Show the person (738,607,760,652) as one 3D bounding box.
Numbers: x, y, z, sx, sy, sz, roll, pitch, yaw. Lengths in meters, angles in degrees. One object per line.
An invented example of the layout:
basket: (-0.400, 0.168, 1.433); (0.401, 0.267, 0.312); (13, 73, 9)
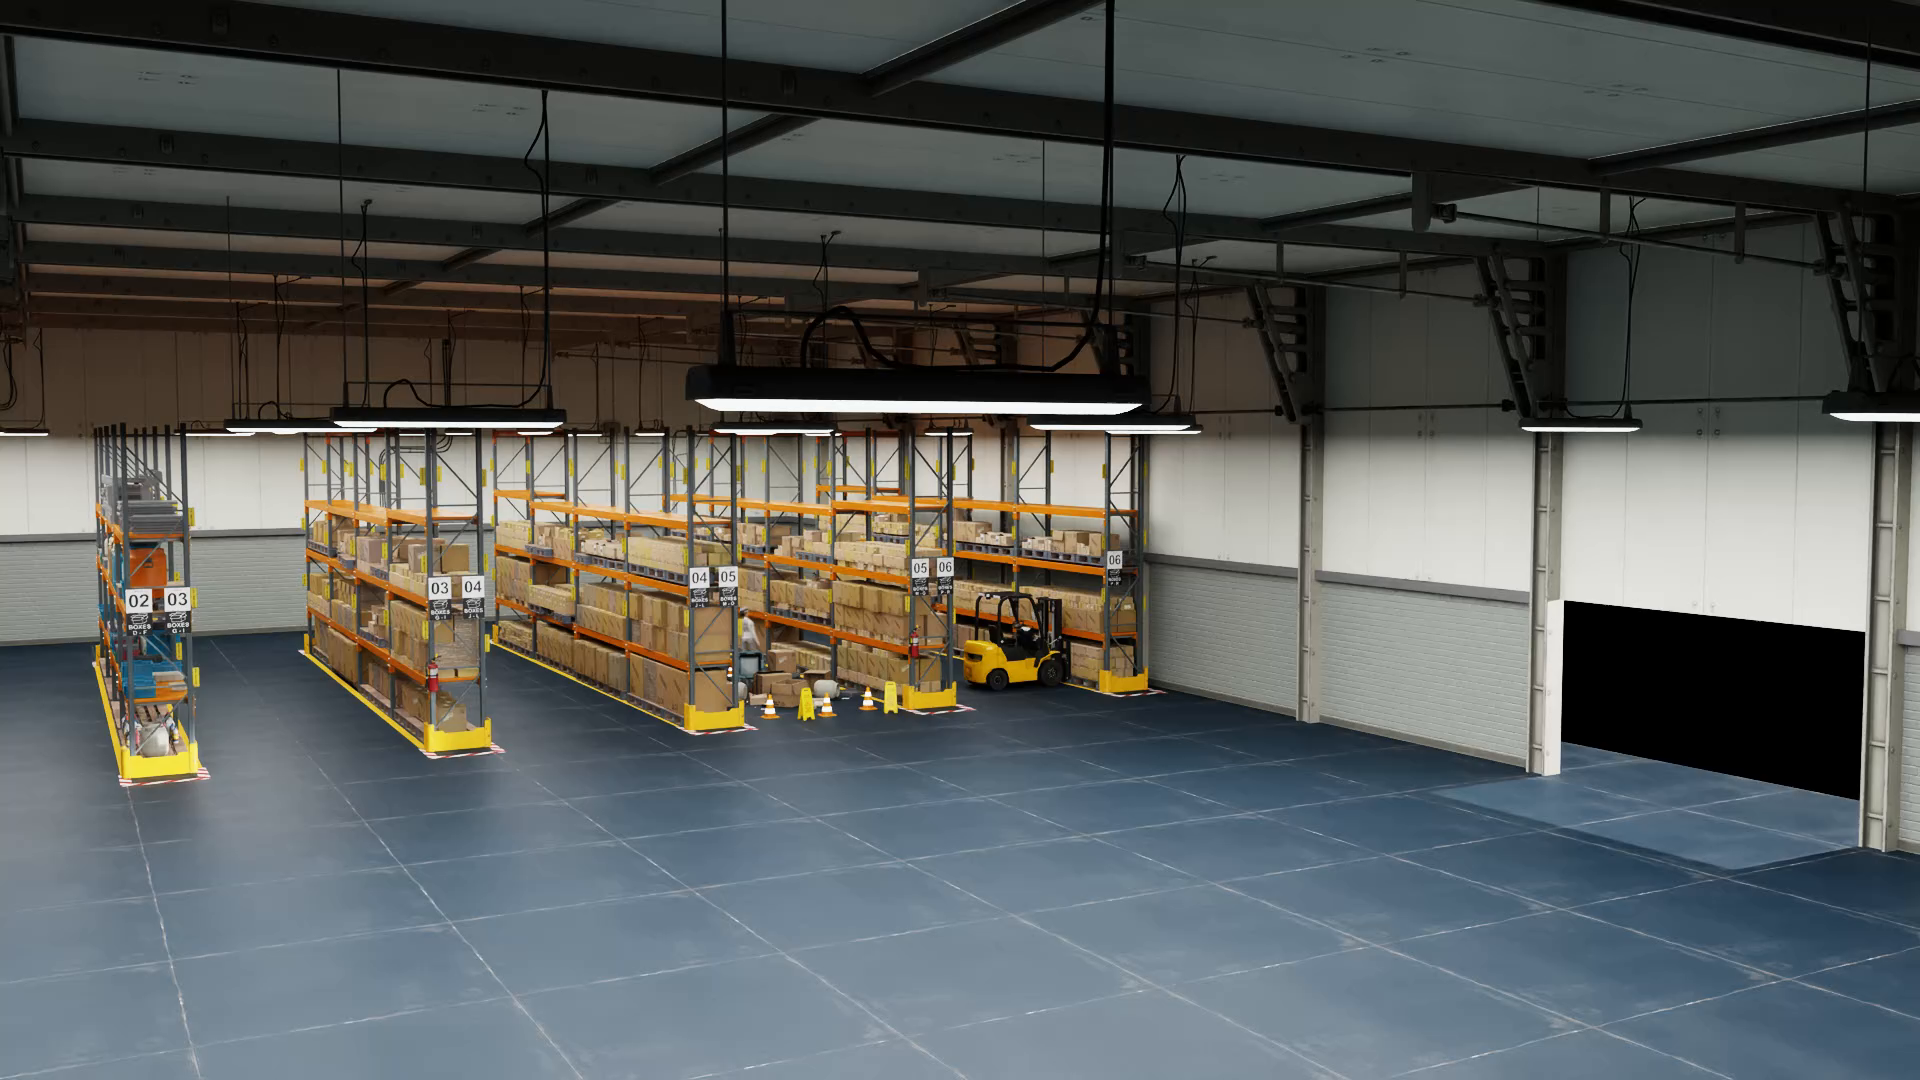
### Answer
person: (-5.119, 2.448, 40.325); (0.573, 1.680, 0.456); (1, 4, 19)
